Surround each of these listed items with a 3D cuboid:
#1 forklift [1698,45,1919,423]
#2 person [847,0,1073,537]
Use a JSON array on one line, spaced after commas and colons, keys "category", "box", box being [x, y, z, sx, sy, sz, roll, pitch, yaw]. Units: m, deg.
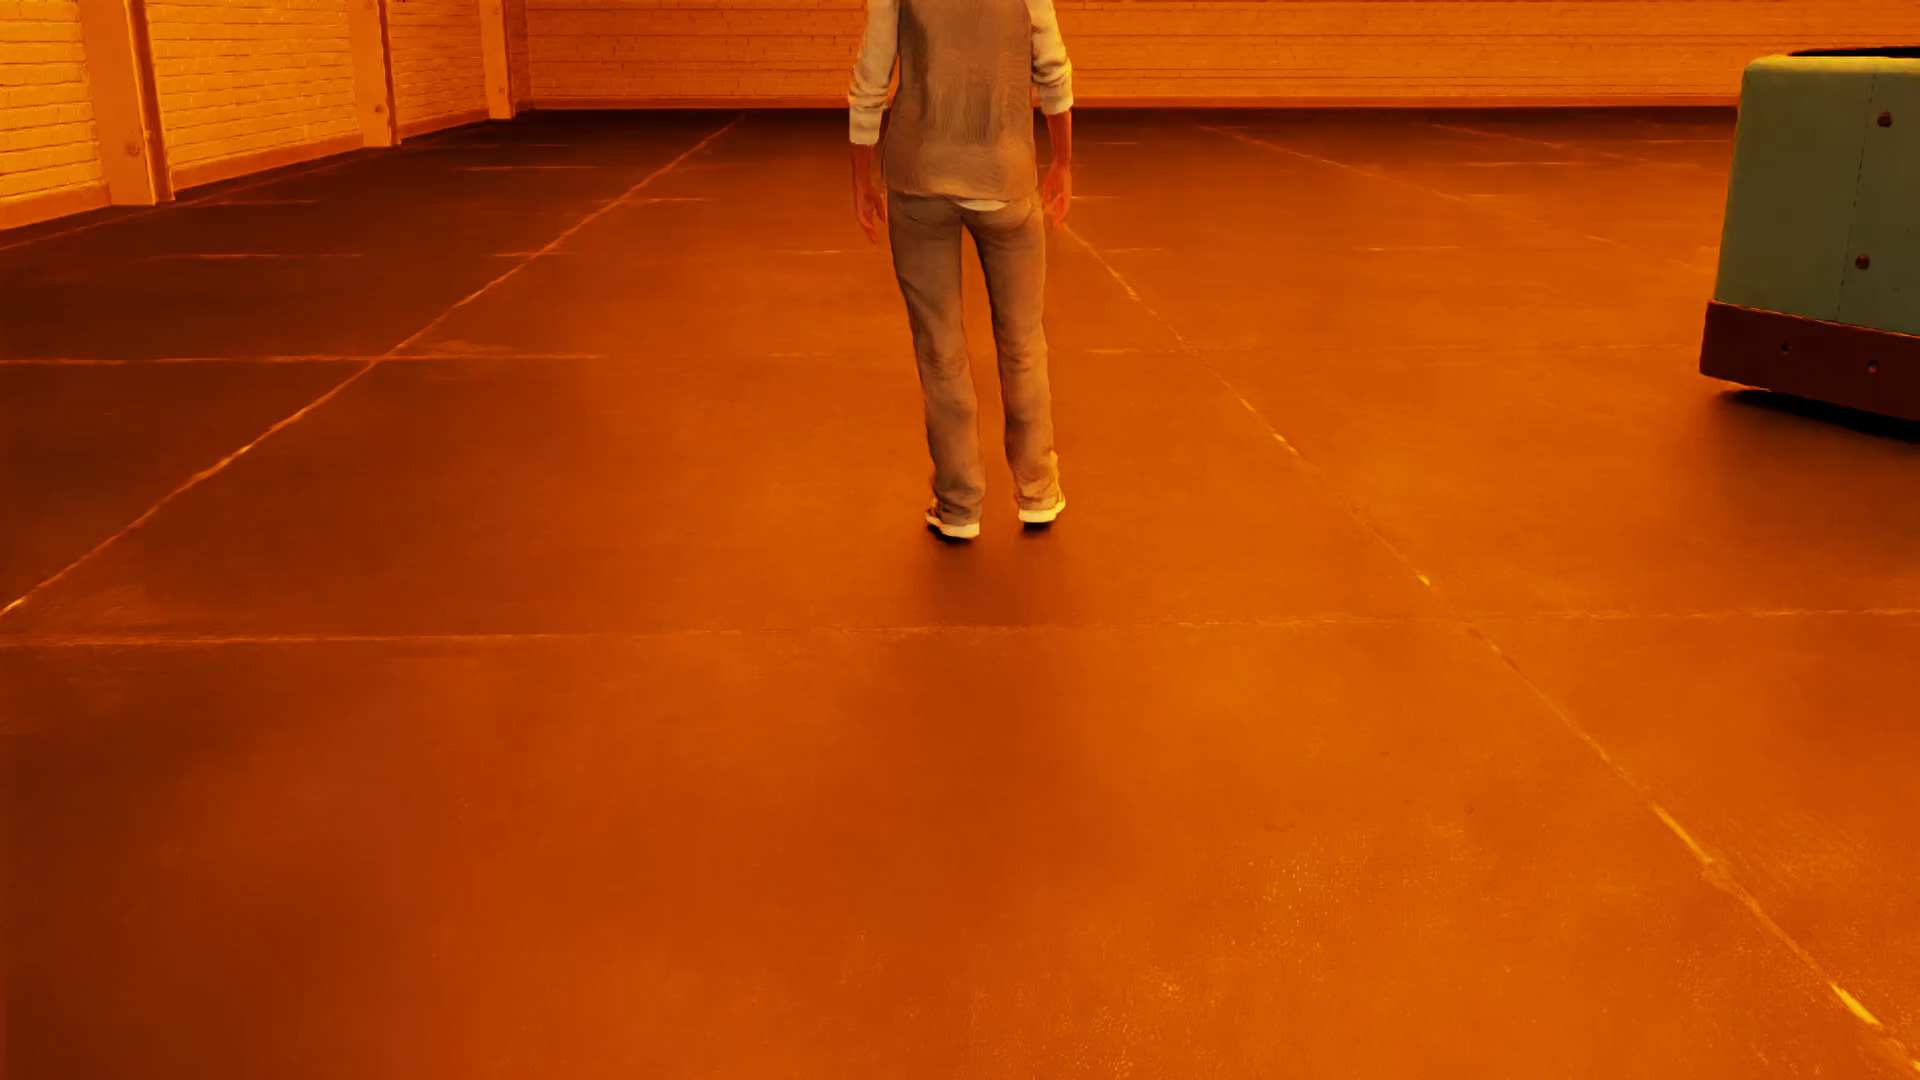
[{"category": "forklift", "box": [3.992, -1.939, 5.246, 3.031, 2.935, 1.130, -8, 19, -24]}, {"category": "person", "box": [0.010, -0.792, 3.754, 0.521, 1.597, 0.474, -1, 17, -3]}]
